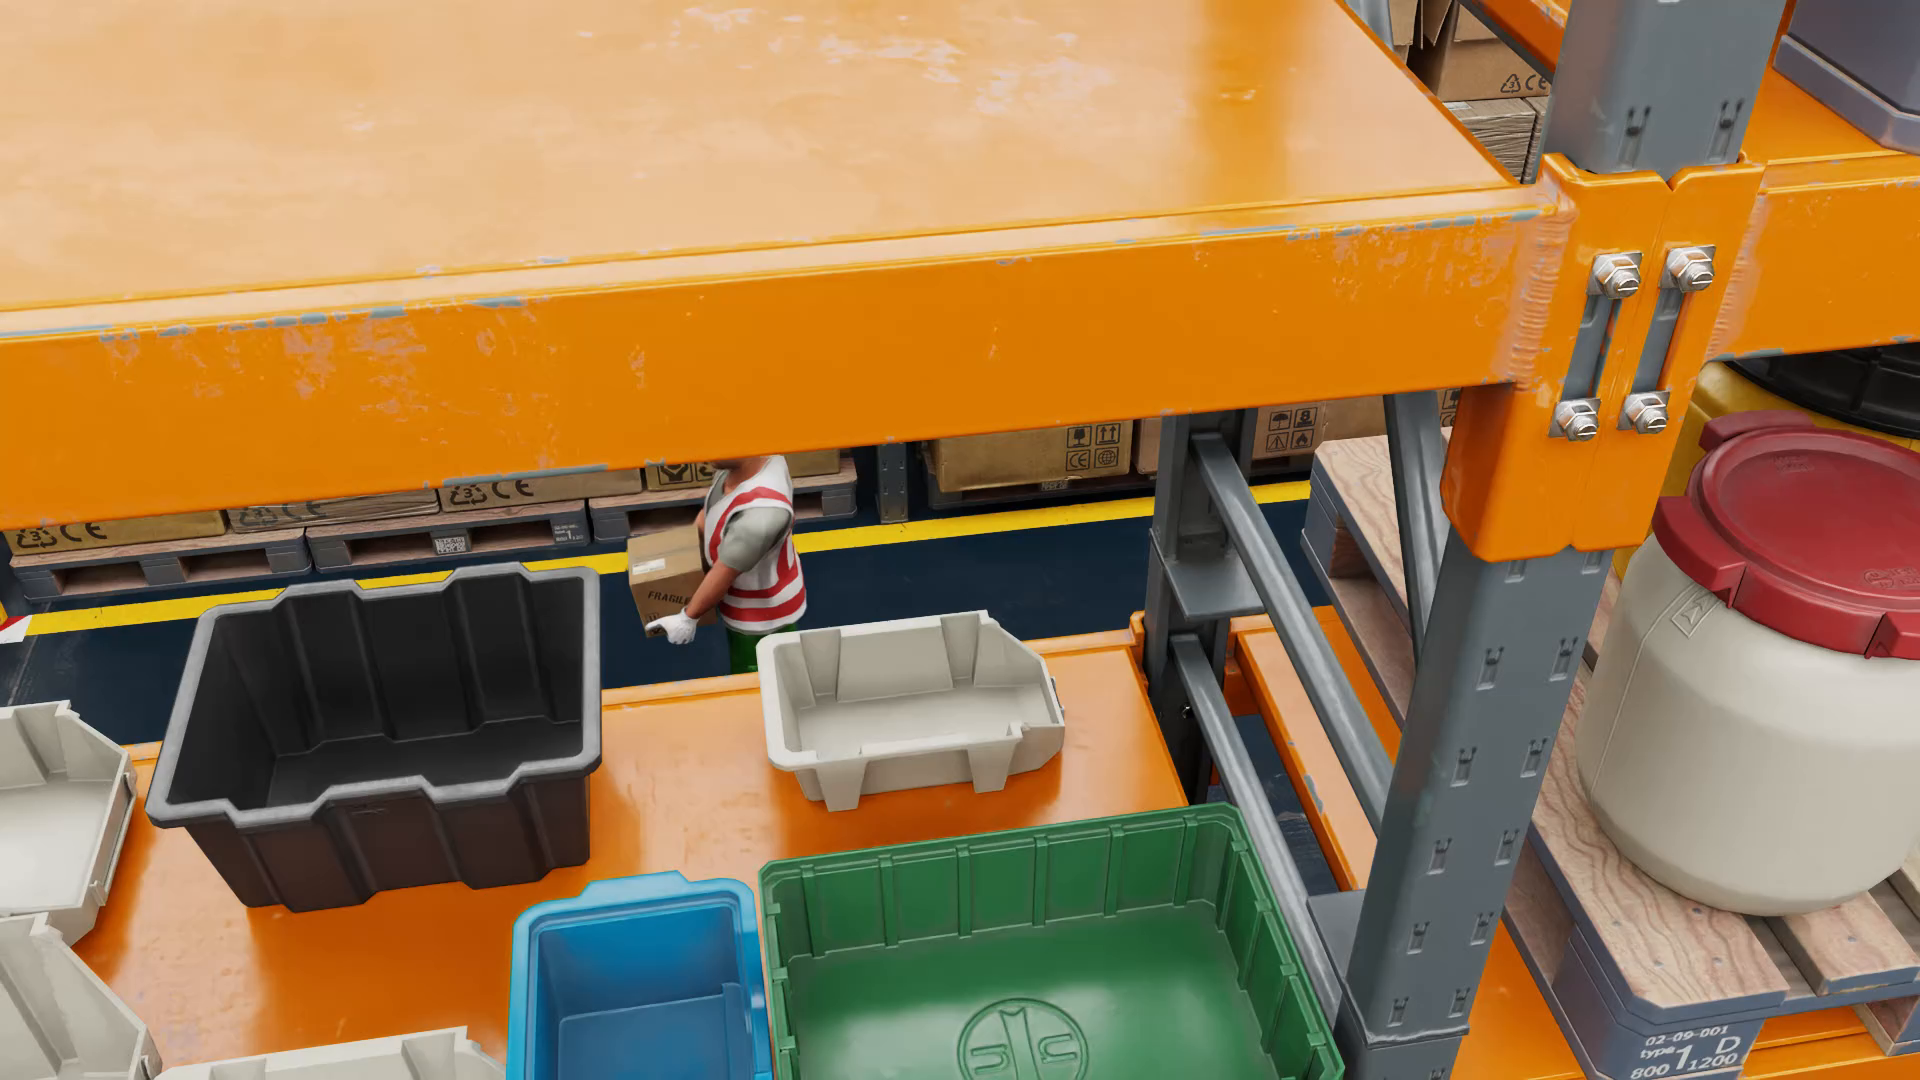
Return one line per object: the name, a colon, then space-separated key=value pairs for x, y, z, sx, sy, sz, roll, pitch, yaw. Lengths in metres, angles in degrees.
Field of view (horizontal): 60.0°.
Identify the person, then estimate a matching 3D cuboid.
person: x=-0.818 y=0.242 z=5.828 sx=0.561 sy=1.787 sz=0.495 roll=-6 pitch=39 yaw=-8
